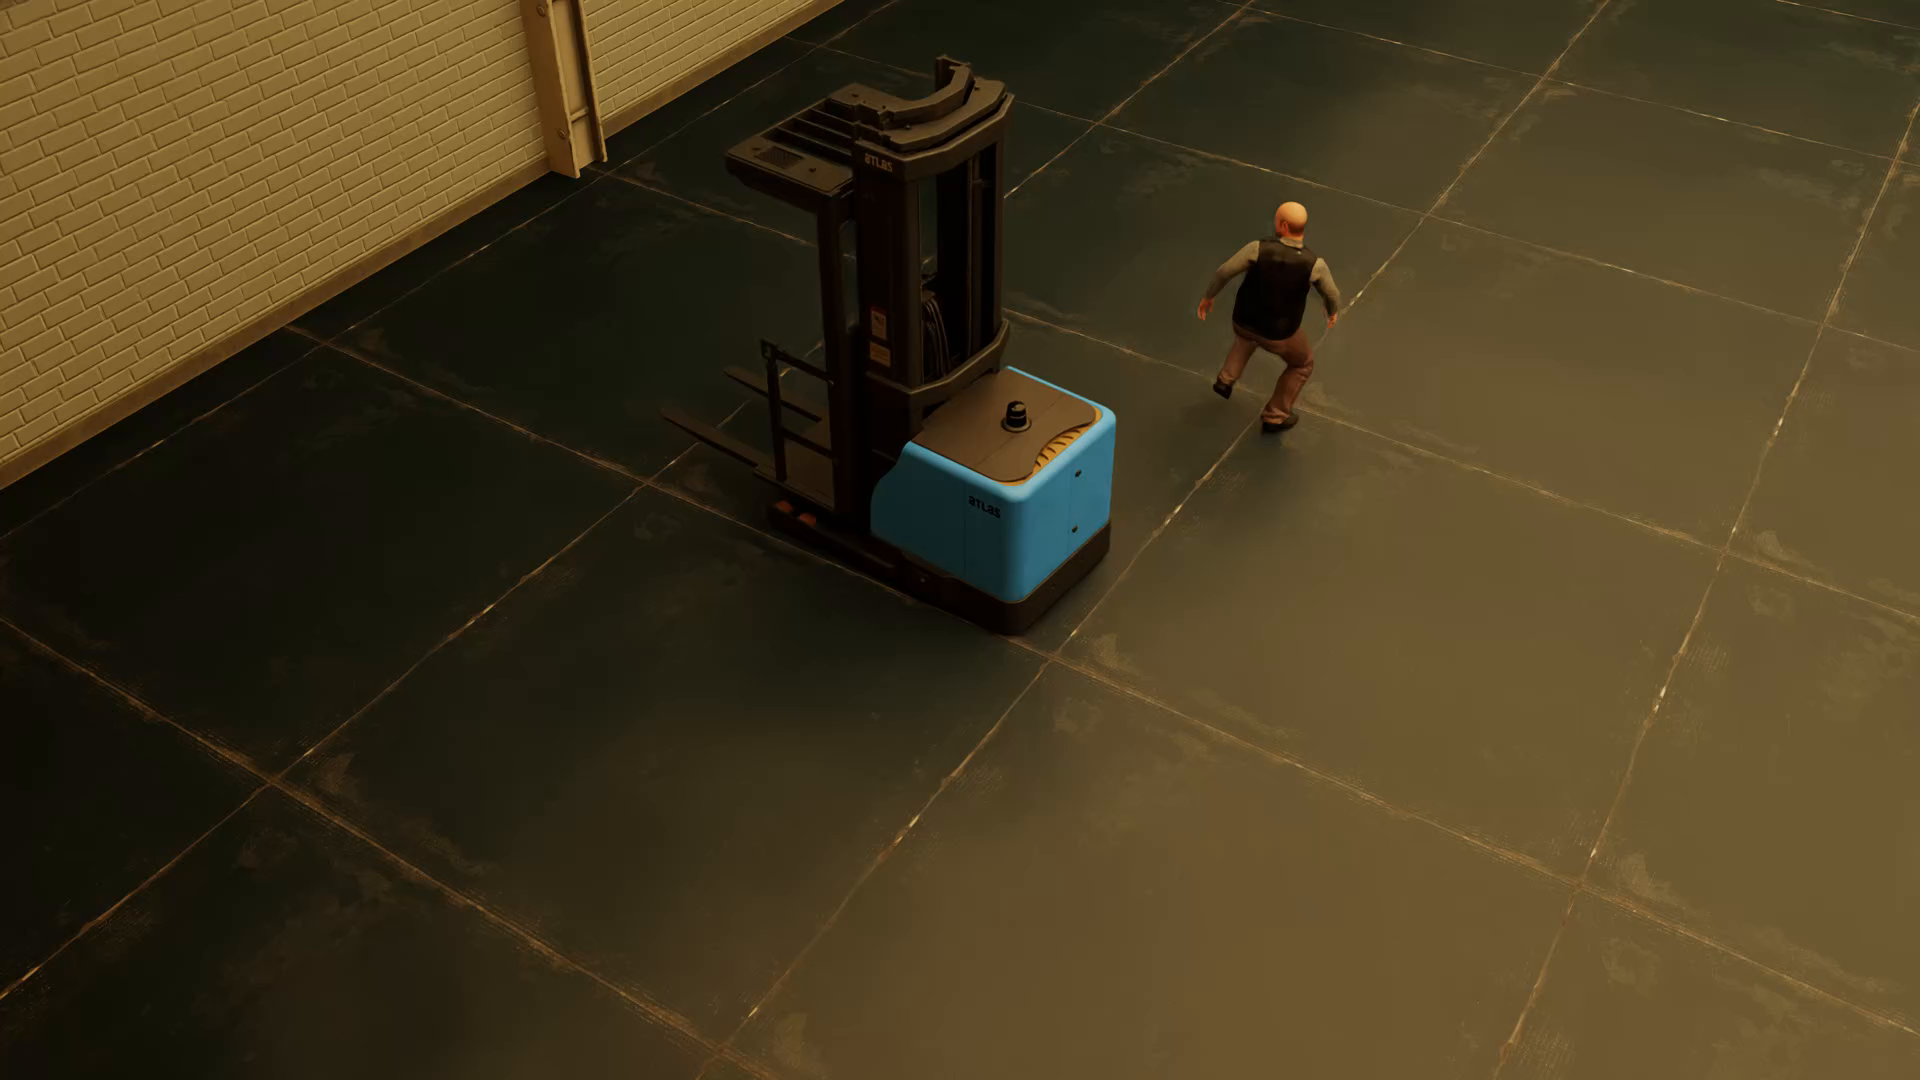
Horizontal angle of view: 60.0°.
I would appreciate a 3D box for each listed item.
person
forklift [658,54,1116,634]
[{"bbox_3d":[2.002,-1.446,10.703,0.802,1.625,0.596,25,46,26],"label":"person"},{"bbox_3d":[-0.573,-1.364,9.576,3.031,2.935,1.130,26,47,28],"label":"forklift"}]
